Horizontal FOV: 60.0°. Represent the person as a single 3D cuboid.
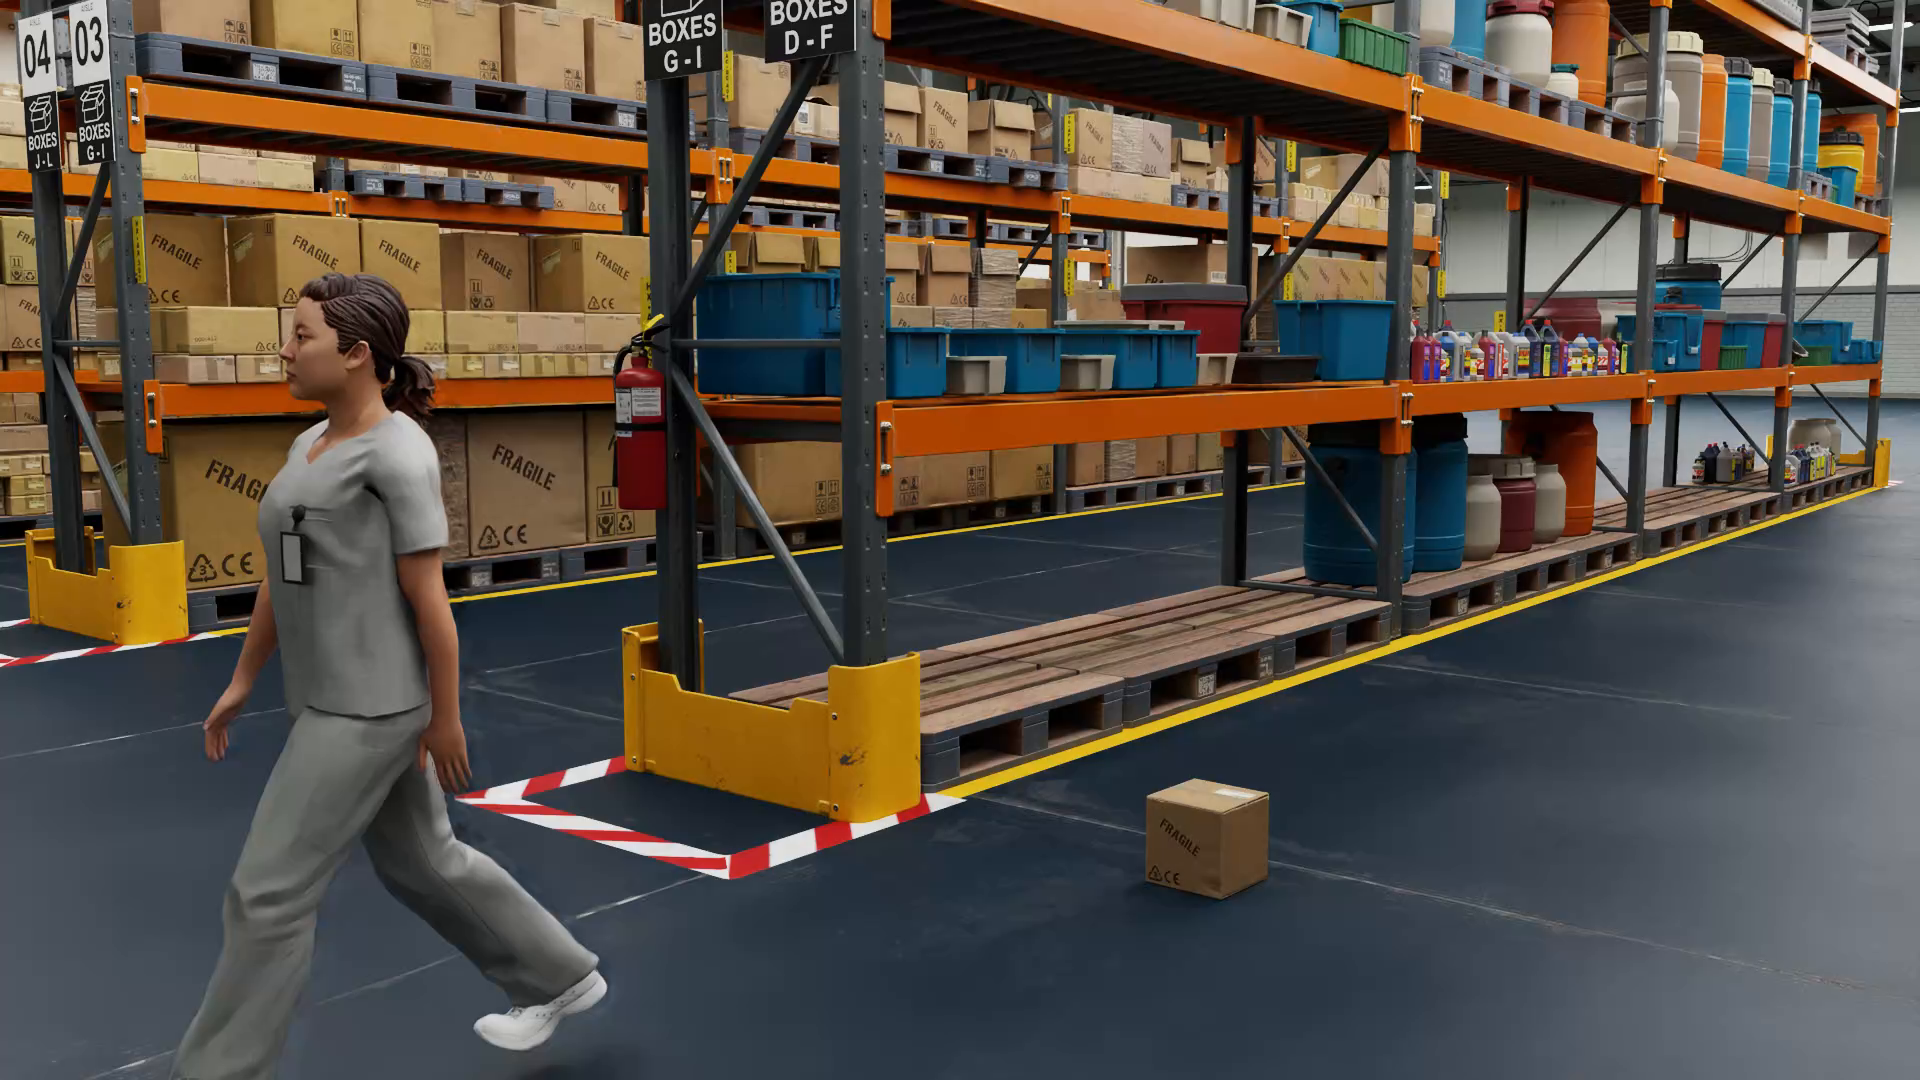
[{"bbox_3d":[-1.170,0.308,3.172,1.049,1.618,0.458,-5,9,-39],"label":"person"}]
